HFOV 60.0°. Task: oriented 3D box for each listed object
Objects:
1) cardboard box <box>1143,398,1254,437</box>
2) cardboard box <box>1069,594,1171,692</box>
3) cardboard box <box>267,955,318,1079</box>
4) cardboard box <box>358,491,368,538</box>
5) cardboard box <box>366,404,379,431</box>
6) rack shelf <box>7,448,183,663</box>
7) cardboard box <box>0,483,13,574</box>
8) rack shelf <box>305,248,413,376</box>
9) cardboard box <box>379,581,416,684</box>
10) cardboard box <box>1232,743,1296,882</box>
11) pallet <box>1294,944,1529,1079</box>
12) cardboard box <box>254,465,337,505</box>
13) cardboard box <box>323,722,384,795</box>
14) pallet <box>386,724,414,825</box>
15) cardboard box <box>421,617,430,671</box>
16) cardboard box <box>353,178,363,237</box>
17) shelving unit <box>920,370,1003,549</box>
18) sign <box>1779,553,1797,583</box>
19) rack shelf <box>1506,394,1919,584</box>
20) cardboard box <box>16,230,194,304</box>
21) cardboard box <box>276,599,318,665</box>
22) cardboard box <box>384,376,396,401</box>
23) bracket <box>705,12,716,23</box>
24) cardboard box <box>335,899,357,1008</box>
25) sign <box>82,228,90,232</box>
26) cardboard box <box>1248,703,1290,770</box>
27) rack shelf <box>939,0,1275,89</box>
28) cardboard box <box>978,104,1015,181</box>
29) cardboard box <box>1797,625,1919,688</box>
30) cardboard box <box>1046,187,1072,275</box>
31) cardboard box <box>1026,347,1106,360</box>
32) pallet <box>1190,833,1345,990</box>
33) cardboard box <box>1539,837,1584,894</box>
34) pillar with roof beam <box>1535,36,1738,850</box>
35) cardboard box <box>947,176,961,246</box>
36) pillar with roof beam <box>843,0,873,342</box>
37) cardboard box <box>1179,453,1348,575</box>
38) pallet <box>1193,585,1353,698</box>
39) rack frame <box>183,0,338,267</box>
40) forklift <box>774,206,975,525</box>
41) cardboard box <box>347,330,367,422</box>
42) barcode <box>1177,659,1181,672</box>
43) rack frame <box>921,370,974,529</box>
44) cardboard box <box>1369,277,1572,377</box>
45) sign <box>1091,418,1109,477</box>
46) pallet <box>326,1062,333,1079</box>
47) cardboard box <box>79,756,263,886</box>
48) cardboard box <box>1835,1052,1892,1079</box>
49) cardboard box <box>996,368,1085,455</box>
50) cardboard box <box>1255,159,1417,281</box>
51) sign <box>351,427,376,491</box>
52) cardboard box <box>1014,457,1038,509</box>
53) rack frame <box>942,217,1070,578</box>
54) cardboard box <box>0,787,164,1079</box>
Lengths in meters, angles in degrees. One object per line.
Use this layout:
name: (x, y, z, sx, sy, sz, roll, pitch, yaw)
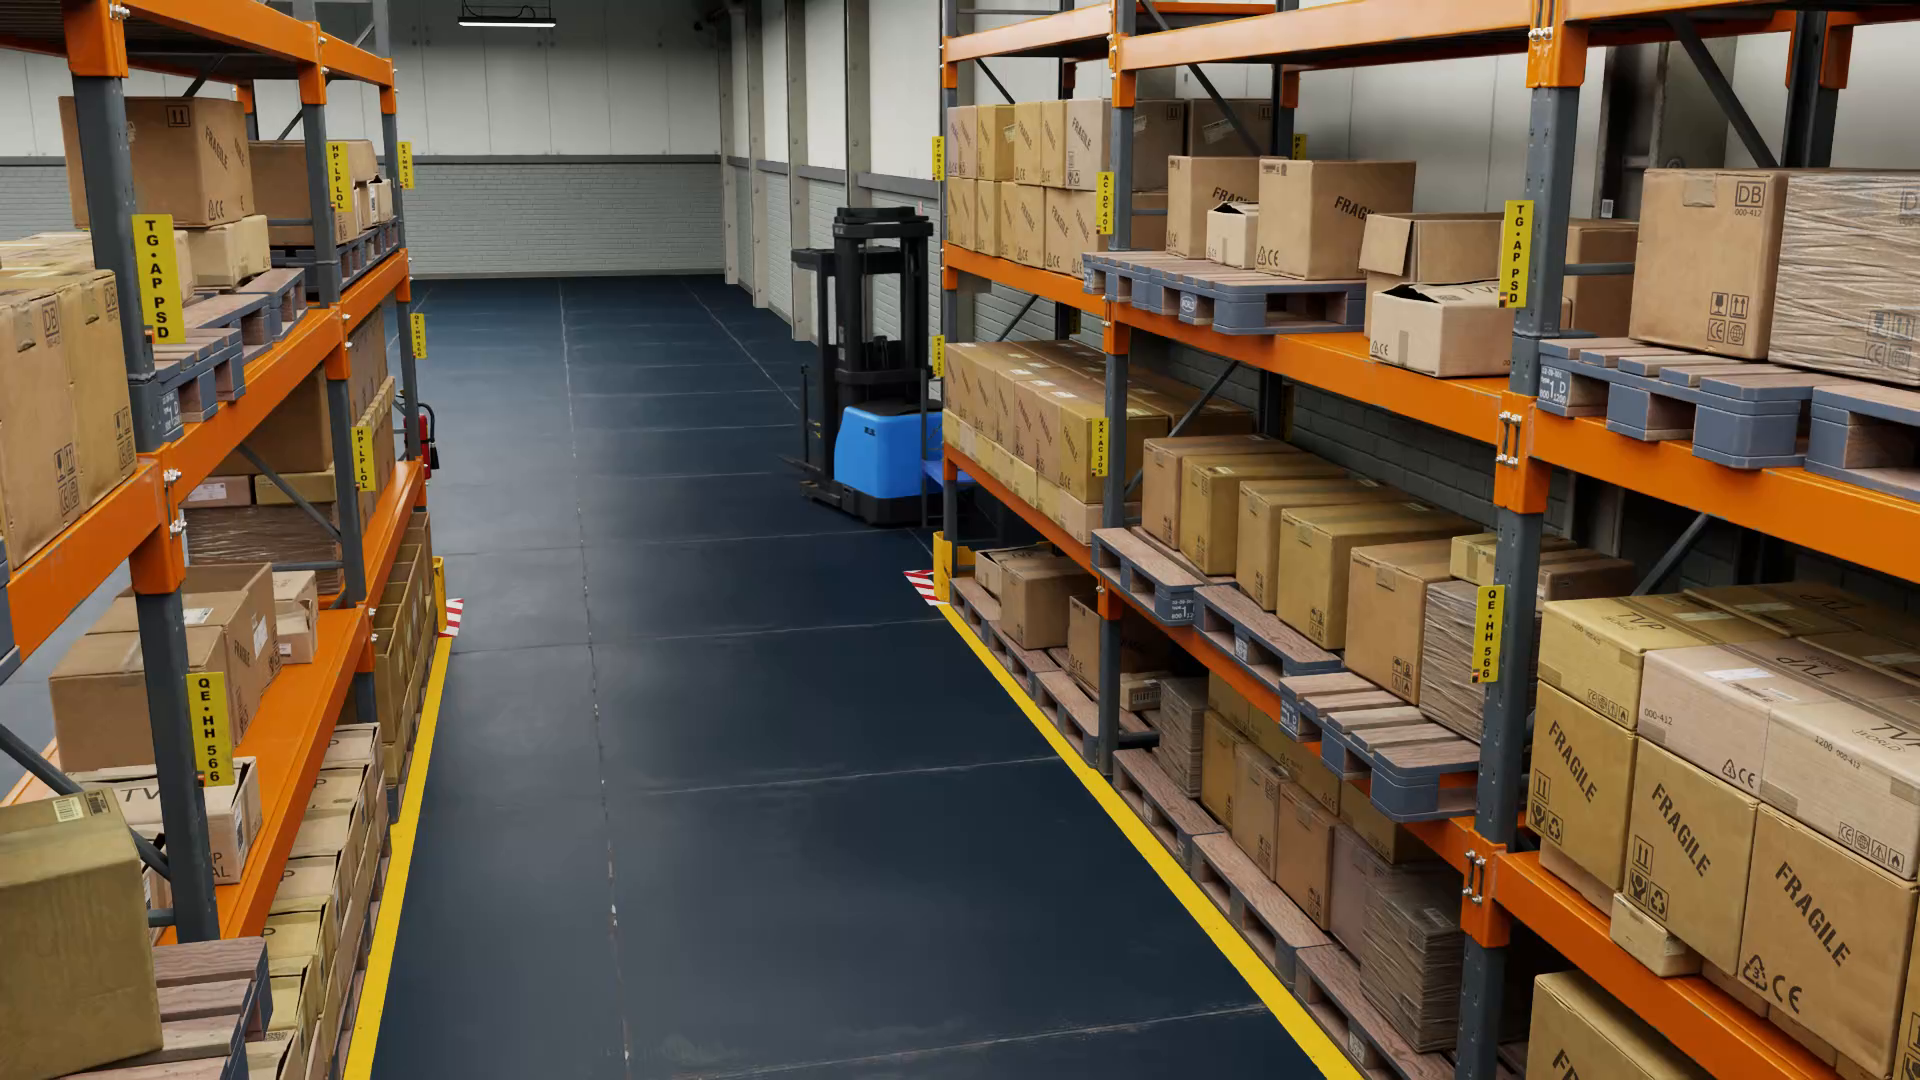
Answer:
cardboard box: (1.397, -0.546, 9.857, 0.500, 0.500, 0.500, -4, 14, -14)
cardboard box: (1.021, 0.639, 10.655, 0.500, 0.500, 0.500, -4, 14, -17)
cardboard box: (-2.540, 1.677, 5.794, 0.500, 0.311, 0.500, -4, 14, -15)
cardboard box: (-3.865, -0.235, 9.683, 0.700, 0.500, 0.500, -3, 14, -12)
cardboard box: (-3.869, -0.758, 10.454, 0.380, 0.149, 0.250, -3, 14, -12)
rack shelf: (-2.101, 0.429, 2.370, 1.077, 0.370, 4.000, -3, 14, -13)
cardboard box: (-2.194, -0.094, 2.784, 0.910, 0.500, 0.500, -3, 14, -13)
rack shelf: (-3.980, -1.417, 9.924, 1.077, 0.370, 4.000, -3, 14, -13)
cardboard box: (-3.550, 0.565, 9.947, 0.500, 0.500, 0.500, -3, 14, -13)
cardboard box: (1.744, 1.281, 8.025, 0.700, 0.500, 0.500, -3, 14, -13)
pallet: (2.061, 1.972, 6.732, 1.003, 0.211, 1.213, -3, 14, -13)
cardboard box: (-3.385, -0.284, 8.515, 0.380, 0.149, 0.250, -3, 14, -13)
cardboard box: (-3.136, 1.089, 8.199, 0.500, 0.311, 0.500, -3, 14, -13)
pallet: (-3.656, 1.321, 9.397, 1.003, 0.211, 1.213, -3, 14, -13)
cardboard box: (-3.788, 0.699, 10.979, 0.500, 0.250, 0.500, -3, 14, -13)
cardboard box: (-3.499, -1.789, 8.940, 0.500, 0.311, 0.500, -4, 14, -16)
shelving unit: (0.011, -0.738, 15.109, 0.538, 1.500, 1.048, -3, 14, -14)
sign: (2.782, 0.204, 5.655, 0.100, 0.325, 0.005, -3, 14, -13)
rack shelf: (2.713, 0.152, 3.503, 1.077, 0.370, 4.000, -3, 14, -13)
cardboard box: (-3.121, -0.991, 6.099, 0.500, 0.250, 0.500, -5, 14, -18)
cardboard box: (-3.125, 0.410, 7.534, 0.396, 0.266, 0.258, -4, 14, -15)
cardboard box: (-4.175, -1.057, 11.677, 0.380, 0.149, 0.250, -4, 14, -14)
bracket: (-5.923, -12.402, 39.469, 0.235, 0.232, 0.430, -3, 14, -13)
cardboard box: (-2.775, 1.716, 6.815, 0.500, 0.250, 0.500, -3, 14, -12)
sign: (-4.049, -1.563, 7.751, 0.100, 0.325, 0.005, -3, 14, -13)
cardboard box: (1.726, 0.902, 7.998, 0.500, 0.250, 0.500, -4, 14, -15)
rack shelf: (0.834, -3.149, 10.702, 1.077, 0.370, 4.000, -3, 14, -13)
cardboard box: (0.419, -2.710, 11.342, 0.500, 0.500, 0.500, -3, 14, -12)
cardboard box: (2.720, 0.441, 4.665, 0.500, 0.250, 0.500, -4, 14, -15)
cardboard box: (0.839, -1.860, 9.970, 0.500, 0.500, 0.500, -5, 14, -18)
cardboard box: (0.791, -1.135, 12.269, 0.500, 0.500, 0.500, -3, 14, -12)
pallet: (1.778, 1.692, 7.881, 1.003, 0.211, 1.213, -3, 14, -13)
cardboard box: (2.096, 0.999, 5.326, 0.380, 0.149, 0.250, -3, 14, -14)
pillar with roof beam: (-1.406, -2.224, 5.393, 9.100, 9.000, 0.400, -3, 14, -13)
cardboard box: (0.200, -2.472, 12.474, 0.500, 0.500, 0.500, -3, 14, -12)
pillar with roof beam: (-5.633, -6.377, 22.390, 9.100, 9.000, 0.400, -3, 14, -13)
cardboard box: (1.515, -0.138, 8.358, 0.700, 0.500, 0.500, -2, 14, -7)
pallet: (1.739, 0.437, 7.545, 1.003, 0.211, 1.213, -3, 14, -13)
rack frame: (-3.510, -2.762, 7.594, 1.000, 3.000, 0.127, -3, 14, -13)
forklift: (-1.008, -1.870, 16.728, 1.130, 2.935, 3.031, -7, 16, -28)
cardboard box: (-3.974, -0.976, 9.979, 0.700, 0.500, 0.500, -3, 14, -13)
barcode: (1.396, 0.799, 10.588, 0.001, 0.075, 0.075, -3, 14, -13)
rack frame: (-0.115, -0.854, 15.587, 0.500, 1.500, 0.032, -3, 14, -14)
cardboard box: (1.812, -0.776, 5.933, 0.500, 0.311, 0.500, -3, 14, -13)
sign: (0.778, -0.513, 9.206, 0.100, 0.325, 0.005, -3, 14, -13)
pallet: (-2.726, 2.238, 5.646, 1.003, 0.211, 1.213, -3, 14, -13)
cardboard box: (-2.593, 0.901, 5.428, 0.500, 0.311, 0.500, -3, 14, -14)
cardboard box: (2.425, 1.295, 4.118, 0.380, 0.149, 0.250, -3, 14, -12)
cardboard box: (0.539, -0.869, 11.181, 0.500, 0.500, 0.500, -3, 14, -11)
cardboard box: (1.644, -1.419, 7.323, 0.500, 0.500, 0.500, -4, 14, -15)
sign: (-2.985, -0.404, 8.311, 0.100, 0.325, 0.005, -3, 14, -13)
cardboard box: (0.656, -0.384, 10.777, 0.500, 0.250, 0.500, -3, 14, -13)
rack frame: (0.365, -1.047, 13.217, 1.000, 3.000, 0.127, -3, 14, -13)
cardboard box: (-2.313, 0.962, 3.898, 0.700, 0.500, 0.500, -9, 16, -32)
